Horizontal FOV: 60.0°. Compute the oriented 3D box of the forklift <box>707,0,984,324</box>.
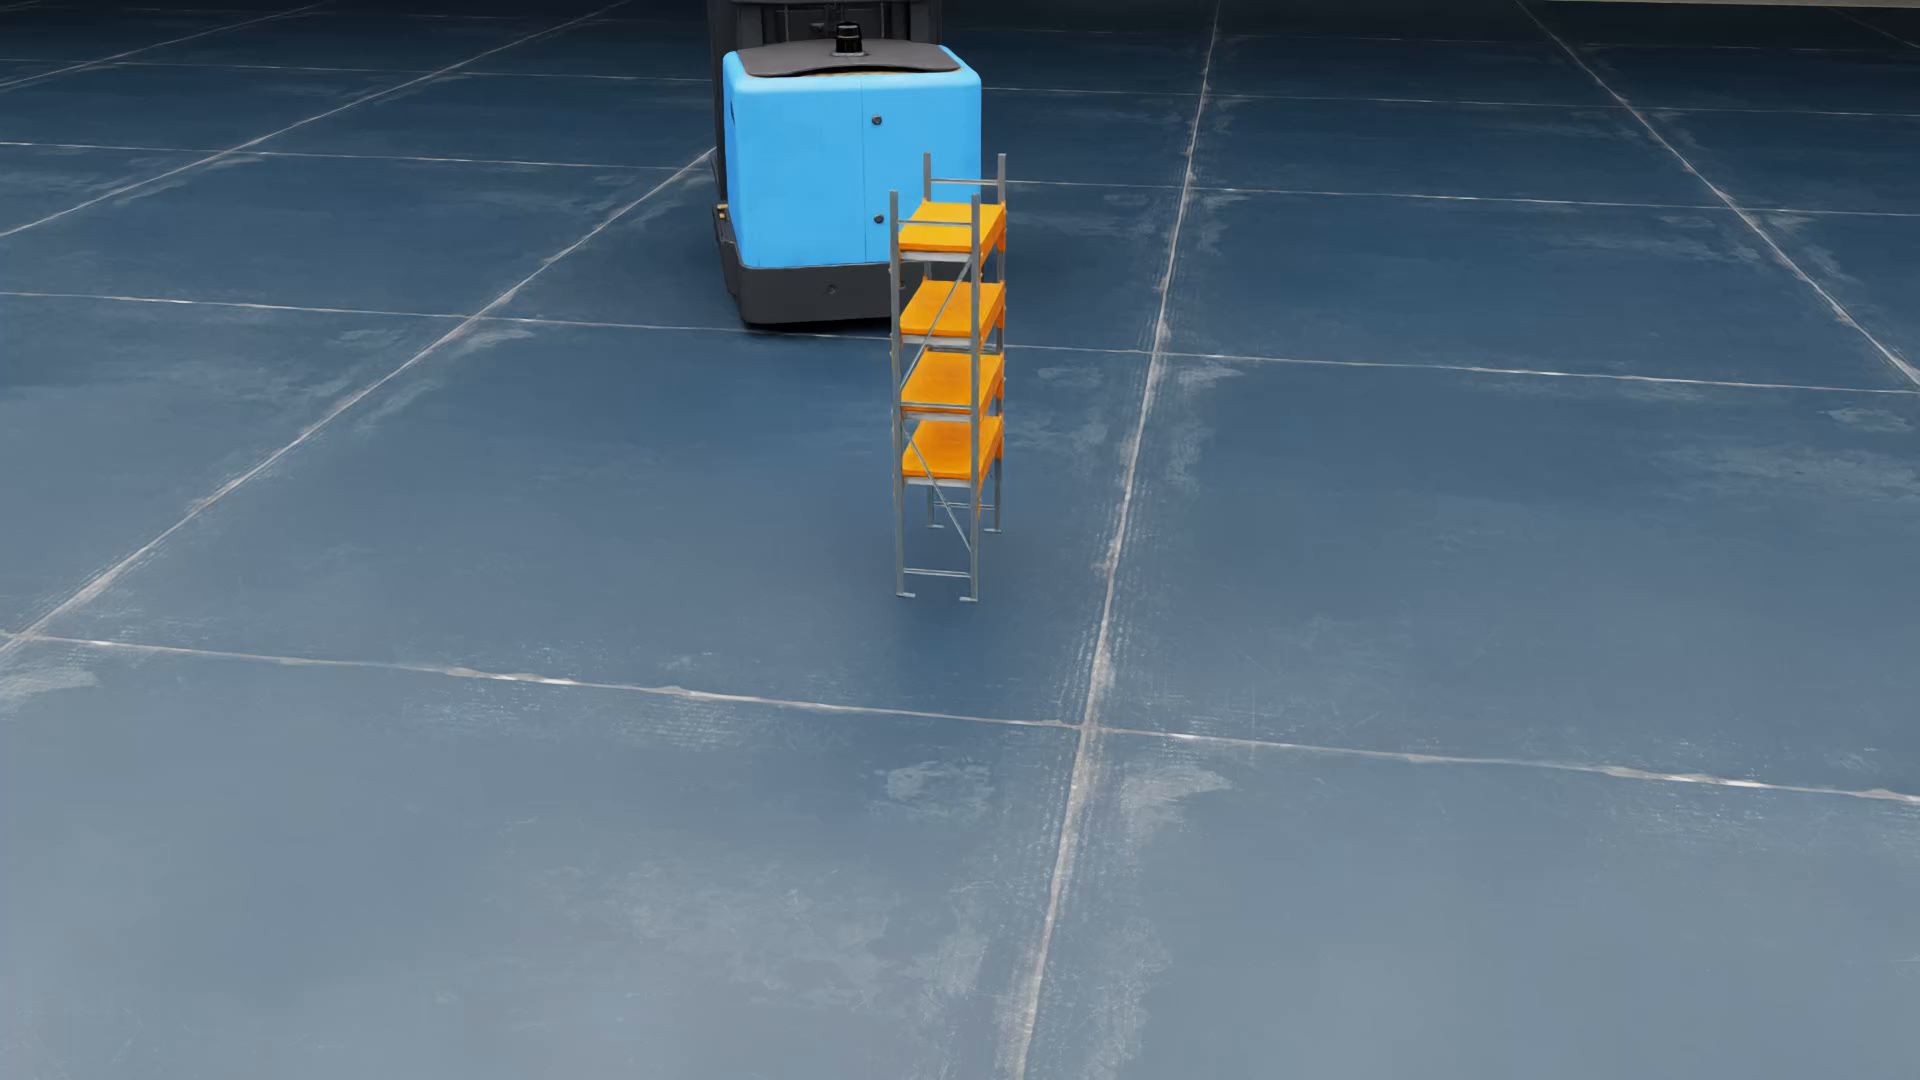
[{"bbox_3d":[-0.675,-2.840,7.859,1.130,2.935,3.031,-5,25,-10],"label":"forklift"}]

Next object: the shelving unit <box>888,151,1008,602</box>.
[{"bbox_3d":[-0.027,-0.474,4.848,0.258,1.200,0.503,4,25,9],"label":"shelving unit"}]

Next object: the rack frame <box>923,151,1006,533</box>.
[{"bbox_3d":[0.013,-0.576,5.066,0.240,1.200,0.015,4,25,9],"label":"rack frame"}]

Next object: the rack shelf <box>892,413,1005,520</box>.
[{"bbox_3d":[-0.027,-0.233,4.960,0.258,0.148,0.480,4,25,9],"label":"rack shelf"}]

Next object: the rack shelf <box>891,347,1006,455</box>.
[{"bbox_3d":[-0.027,-0.413,4.876,0.258,0.148,0.480,4,25,9],"label":"rack shelf"}]

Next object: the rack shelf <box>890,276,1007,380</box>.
[{"bbox_3d":[-0.027,-0.616,4.781,0.258,0.148,0.480,4,25,9],"label":"rack shelf"}]

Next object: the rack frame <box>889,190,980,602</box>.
[{"bbox_3d":[-0.067,-0.372,4.630,0.240,1.200,0.015,4,25,9],"label":"rack frame"}]

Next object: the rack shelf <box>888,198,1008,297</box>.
[{"bbox_3d":[-0.027,-0.830,4.681,0.258,0.148,0.480,4,25,9],"label":"rack shelf"}]
